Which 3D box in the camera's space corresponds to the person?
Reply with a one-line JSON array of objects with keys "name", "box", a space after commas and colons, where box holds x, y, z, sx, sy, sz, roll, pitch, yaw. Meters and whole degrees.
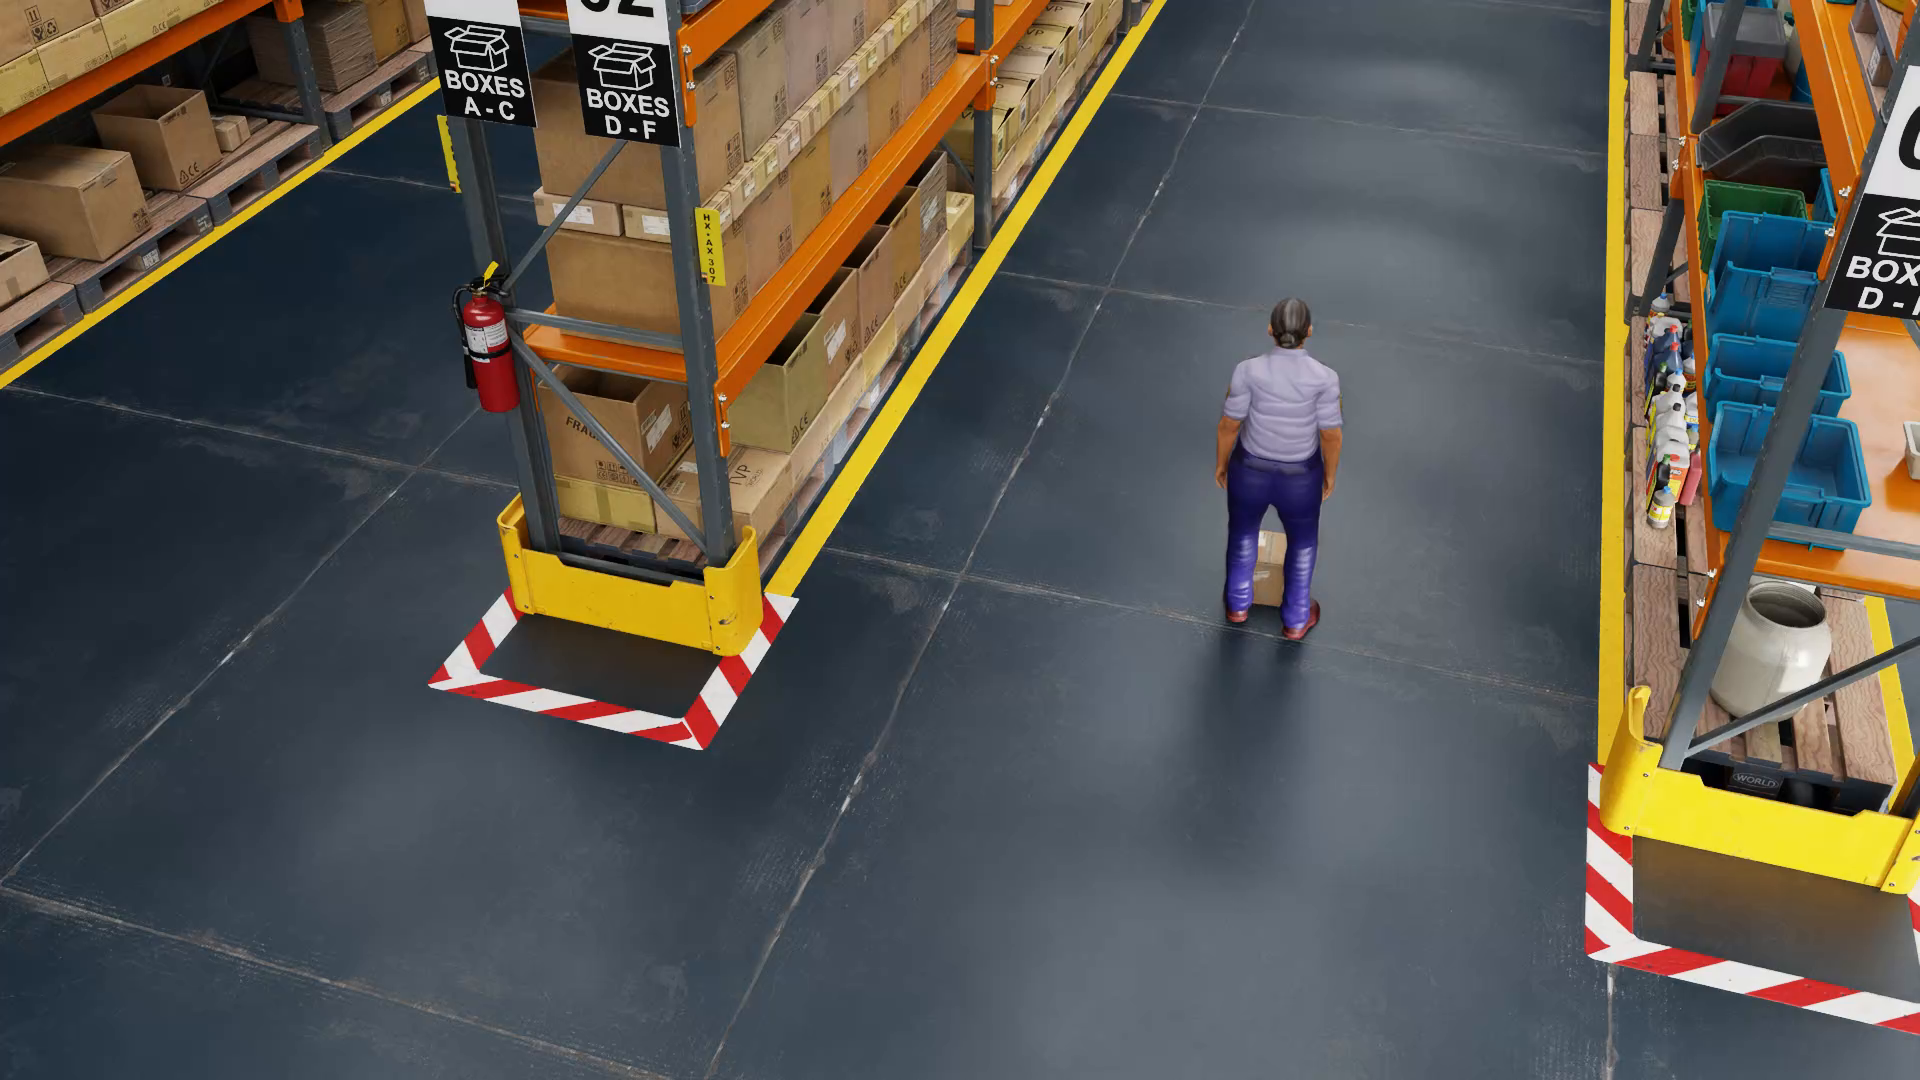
[{"name": "person", "box": [1.398, -0.300, 7.292, 0.562, 1.651, 0.427, 8, 38, 11]}]
